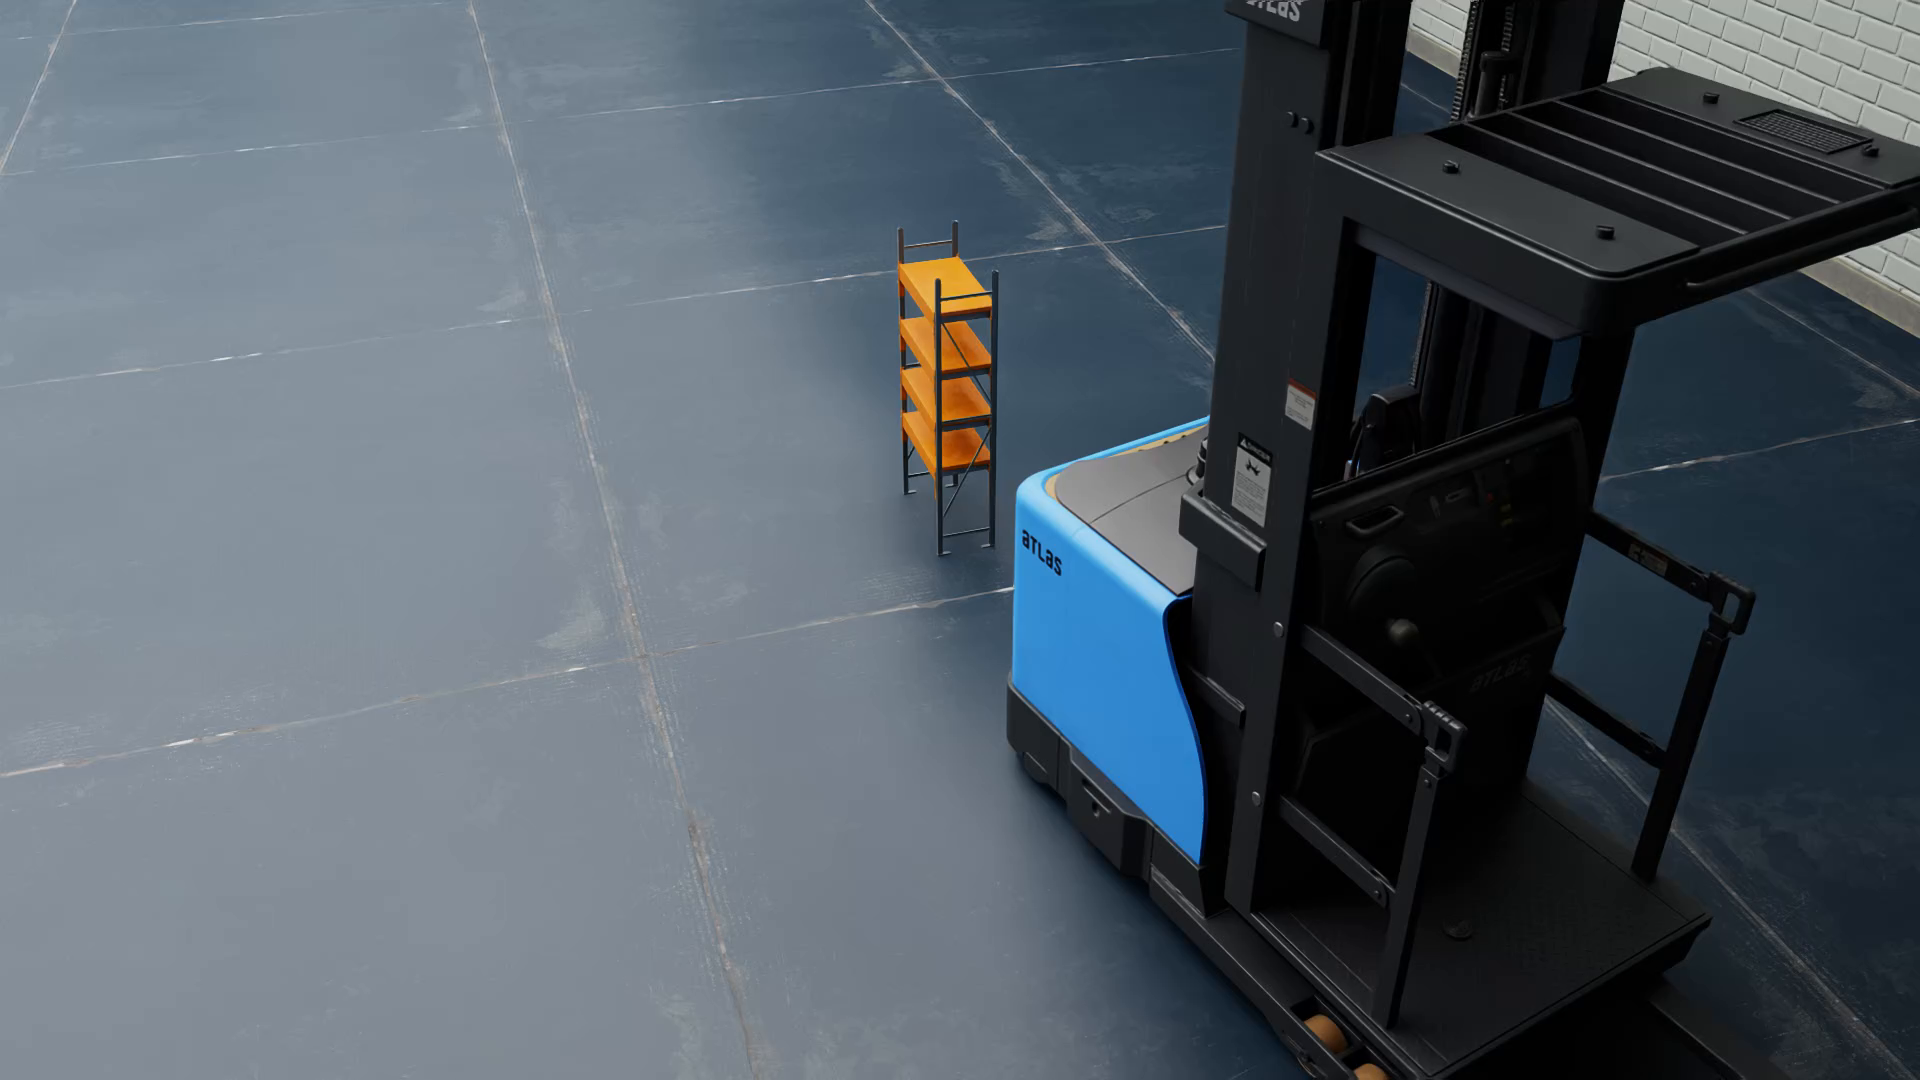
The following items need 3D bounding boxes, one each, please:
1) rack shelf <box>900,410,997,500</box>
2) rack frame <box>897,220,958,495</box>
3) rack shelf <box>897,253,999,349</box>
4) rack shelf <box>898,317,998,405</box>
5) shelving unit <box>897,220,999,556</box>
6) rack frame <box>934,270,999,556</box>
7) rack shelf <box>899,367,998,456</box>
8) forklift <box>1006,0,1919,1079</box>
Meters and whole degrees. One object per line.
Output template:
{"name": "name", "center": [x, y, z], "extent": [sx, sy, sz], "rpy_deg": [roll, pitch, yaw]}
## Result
{"name": "rack shelf", "center": [-0.051, -0.366, 6.697], "extent": [0.258, 0.148, 0.480], "rpy_deg": [-10, 35, -15]}
{"name": "rack frame", "center": [-0.125, -0.716, 6.745], "extent": [0.240, 1.200, 0.015], "rpy_deg": [-10, 35, -15]}
{"name": "rack shelf", "center": [-0.051, -0.915, 6.334], "extent": [0.258, 0.148, 0.480], "rpy_deg": [-10, 35, -15]}
{"name": "rack shelf", "center": [-0.051, -0.718, 6.465], "extent": [0.258, 0.148, 0.480], "rpy_deg": [-10, 35, -15]}
{"name": "shelving unit", "center": [-0.051, -0.587, 6.551], "extent": [0.258, 1.200, 0.503], "rpy_deg": [-10, 35, -15]}
{"name": "rack frame", "center": [0.024, -0.459, 6.357], "extent": [0.240, 1.200, 0.015], "rpy_deg": [-10, 35, -15]}
{"name": "rack shelf", "center": [-0.051, -0.531, 6.588], "extent": [0.258, 0.148, 0.480], "rpy_deg": [-10, 35, -15]}
{"name": "forklift", "center": [1.359, 0.035, 4.039], "extent": [1.130, 2.935, 3.031], "rpy_deg": [-19, 38, -26]}
